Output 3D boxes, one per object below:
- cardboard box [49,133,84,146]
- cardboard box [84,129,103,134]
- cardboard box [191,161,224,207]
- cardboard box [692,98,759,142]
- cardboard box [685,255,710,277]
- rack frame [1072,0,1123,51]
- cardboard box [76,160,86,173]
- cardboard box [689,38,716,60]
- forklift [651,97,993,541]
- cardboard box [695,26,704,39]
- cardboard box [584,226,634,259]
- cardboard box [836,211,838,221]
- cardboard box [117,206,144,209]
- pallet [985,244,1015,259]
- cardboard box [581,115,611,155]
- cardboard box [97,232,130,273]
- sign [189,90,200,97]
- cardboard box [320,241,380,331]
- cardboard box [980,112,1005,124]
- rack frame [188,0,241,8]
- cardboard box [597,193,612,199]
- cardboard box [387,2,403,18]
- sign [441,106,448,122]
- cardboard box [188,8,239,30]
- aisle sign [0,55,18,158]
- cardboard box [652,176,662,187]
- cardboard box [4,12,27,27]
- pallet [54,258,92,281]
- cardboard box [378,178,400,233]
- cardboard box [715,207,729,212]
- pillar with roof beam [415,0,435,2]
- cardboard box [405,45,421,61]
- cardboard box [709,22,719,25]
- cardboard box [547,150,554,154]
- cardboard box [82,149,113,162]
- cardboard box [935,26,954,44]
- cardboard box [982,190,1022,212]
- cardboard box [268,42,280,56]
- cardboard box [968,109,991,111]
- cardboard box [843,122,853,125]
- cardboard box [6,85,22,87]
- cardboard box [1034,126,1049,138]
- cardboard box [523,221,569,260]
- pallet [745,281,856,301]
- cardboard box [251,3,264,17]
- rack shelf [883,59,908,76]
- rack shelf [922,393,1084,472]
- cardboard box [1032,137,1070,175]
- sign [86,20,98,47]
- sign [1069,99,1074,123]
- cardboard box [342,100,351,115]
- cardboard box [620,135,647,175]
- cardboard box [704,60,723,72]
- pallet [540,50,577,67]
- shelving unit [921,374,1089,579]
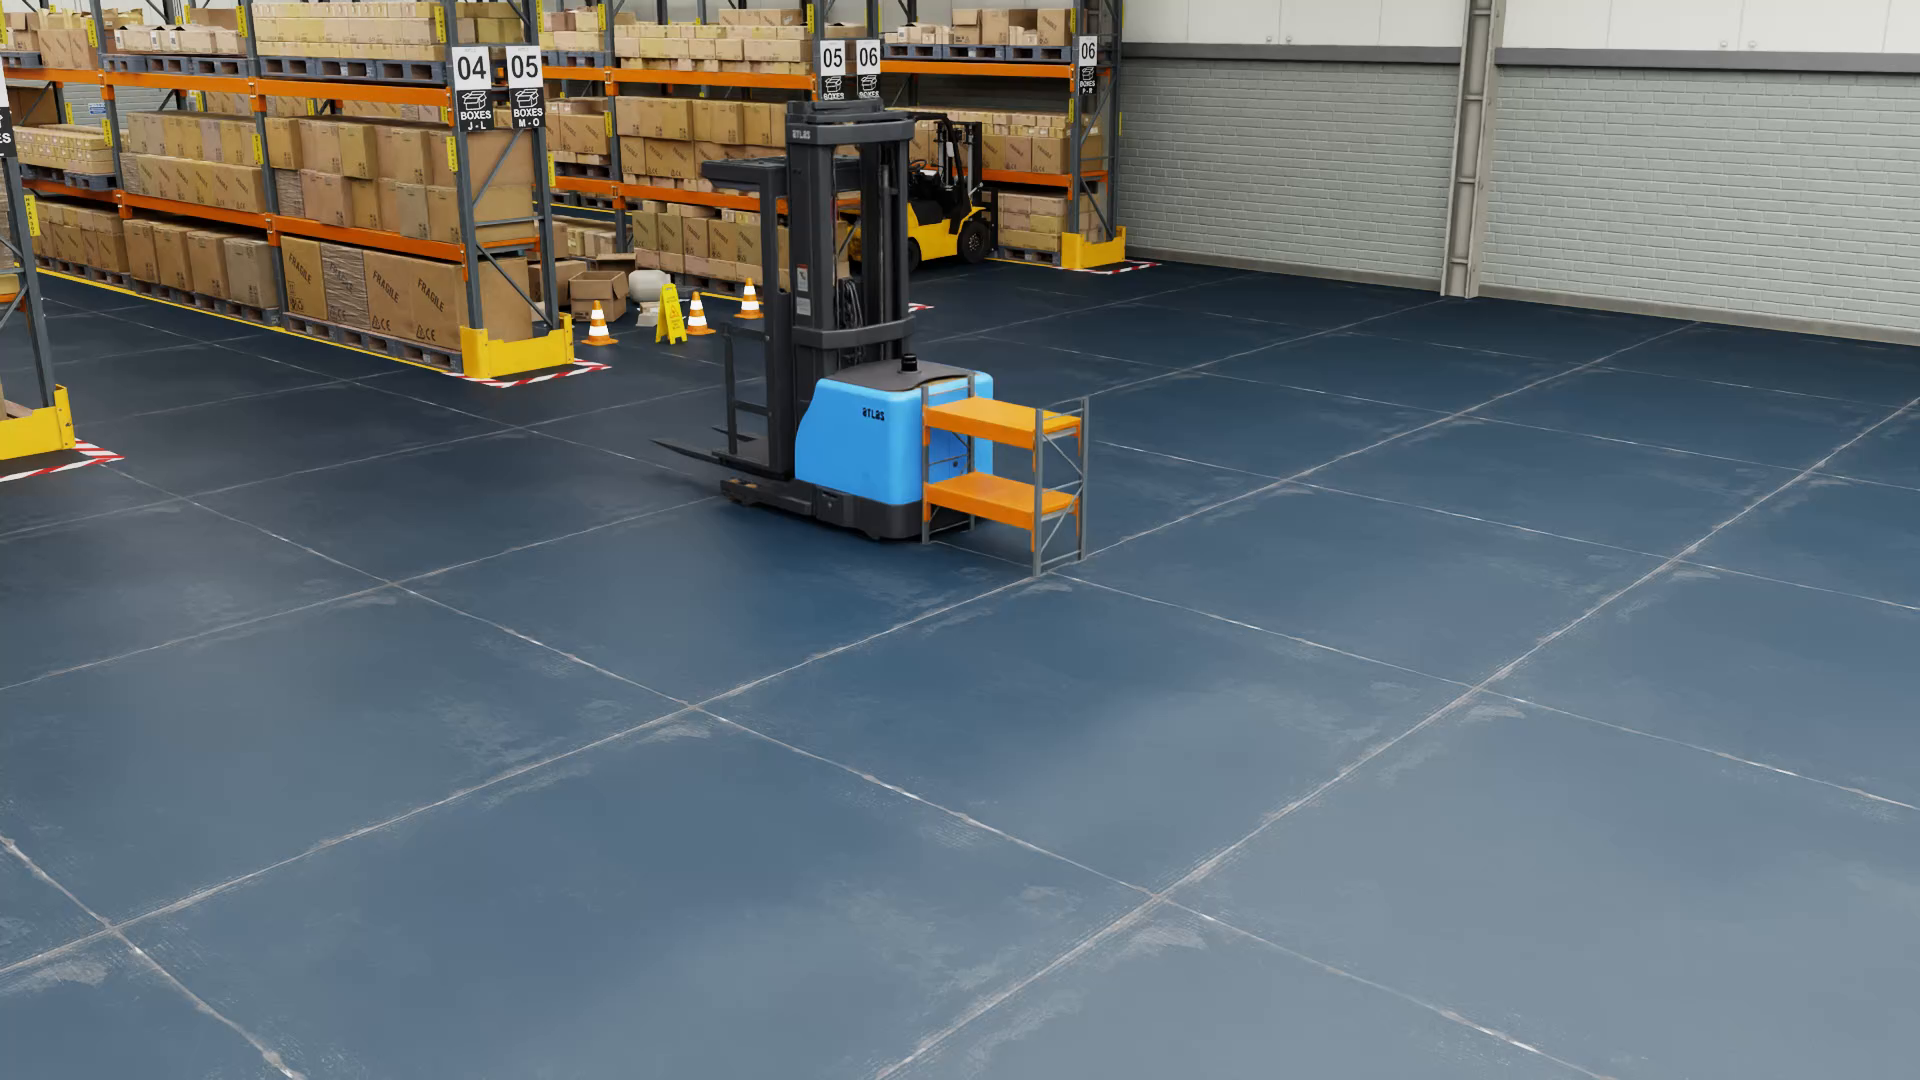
[{"bbox_3d":[-11.983,-5.381,22.347,0.250,0.149,0.380,15,23,39],"label":"cardboard box"},{"bbox_3d":[-11.937,-5.632,23.136,0.250,0.149,0.380,15,23,39],"label":"cardboard box"},{"bbox_3d":[-8.884,-4.308,20.063,0.500,0.500,0.500,15,23,40],"label":"cardboard box"},{"bbox_3d":[-2.989,-5.384,21.307,0.500,0.500,0.700,15,23,39],"label":"cardboard box"},{"bbox_3d":[-3.282,-3.653,22.015,0.500,0.250,0.500,15,23,39],"label":"cardboard box"},{"bbox_3d":[1.934,-8.334,22.995,0.127,3.000,1.000,15,23,39],"label":"rack frame"},{"bbox_3d":[-11.410,-4.942,21.947,0.250,0.149,0.380,15,23,39],"label":"cardboard box"},{"bbox_3d":[-3.065,-6.198,20.979,0.500,0.250,0.500,15,23,40],"label":"cardboard box"},{"bbox_3d":[-1.166,-1.753,12.289,3.031,2.935,1.130,16,24,41],"label":"forklift"},{"bbox_3d":[-3.113,-6.413,20.999,0.250,0.149,0.380,16,23,40],"label":"cardboard box"},{"bbox_3d":[-4.744,-4.206,23.556,0.625,0.372,0.950,15,23,40],"label":"cardboard box"},{"bbox_3d":[-2.031,-5.605,27.547,0.625,0.625,0.875,15,23,39],"label":"cardboard box"},{"bbox_3d":[-11.286,-4.478,22.961,0.500,0.250,0.500,15,23,39],"label":"cardboard box"},{"bbox_3d":[0.426,-4.534,25.550,1.213,0.211,1.003,15,23,39],"label":"pallet"},{"bbox_3d":[-4.848,-5.584,22.897,0.500,0.500,0.500,15,23,38],"label":"cardboard box"},{"bbox_3d":[-11.217,-3.898,22.374,0.500,0.500,0.500,15,23,39],"label":"cardboard box"},{"bbox_3d":[-16.246,-9.559,35.407,0.001,0.242,0.339,15,23,39],"label":"sign"},{"bbox_3d":[-6.459,-2.879,18.542,0.875,0.875,0.875,15,23,40],"label":"cardboard box"},{"bbox_3d":[0.505,-6.231,24.556,0.250,0.149,0.380,16,23,40],"label":"cardboard box"},{"bbox_3d":[-13.325,-10.423,29.576,0.127,3.000,1.000,15,23,39],"label":"rack frame"},{"bbox_3d":[-6.424,-6.640,31.012,0.500,0.500,0.500,15,23,39],"label":"cardboard box"},{"bbox_3d":[-5.423,-5.241,16.446,0.250,0.149,0.380,16,23,40],"label":"cardboard box"},{"bbox_3d":[-7.707,-6.382,24.850,0.005,0.325,0.100,15,23,39],"label":"sign"},{"bbox_3d":[-9.066,-6.256,20.382,0.500,0.500,0.500,15,23,39],"label":"cardboard box"},{"bbox_3d":[-7.690,-3.403,13.078,0.004,0.787,0.394,15,23,39],"label":"aisle sign"},{"bbox_3d":[-3.885,-4.813,22.233,0.250,0.149,0.380,15,23,39],"label":"cardboard box"},{"bbox_3d":[-13.333,-7.196,23.510,0.500,0.500,0.700,15,23,39],"label":"cardboard box"},{"bbox_3d":[-12.043,-3.890,23.519,1.213,0.211,1.003,15,23,39],"label":"pallet"},{"bbox_3d":[-5.637,-3.592,17.724,0.550,0.550,0.875,15,23,39],"label":"cardboard box"},{"bbox_3d":[-3.348,-4.241,22.627,0.500,0.500,0.500,16,23,40],"label":"cardboard box"},{"bbox_3d":[-14.309,-11.318,32.397,0.400,9.000,9.100,15,23,39],"label":"pillar with roof beam"},{"bbox_3d":[-5.230,-4.809,16.403,0.250,0.149,0.380,15,23,40],"label":"cardboard box"},{"bbox_3d":[-4.141,-8.907,28.857,0.250,0.149,0.380,14,22,37],"label":"cardboard box"},{"bbox_3d":[-5.671,-5.483,23.651,0.250,0.149,0.380,15,23,39],"label":"cardboard box"},{"bbox_3d":[-11.223,-5.035,21.747,0.250,0.149,0.380,16,23,40],"label":"cardboard box"},{"bbox_3d":[-0.149,-7.524,24.765,0.258,0.266,0.396,14,23,38],"label":"cardboard box"},{"bbox_3d":[0.613,-5.063,24.803,0.500,0.250,0.500,15,23,40],"label":"cardboard box"},{"bbox_3d":[-7.318,-5.370,18.170,0.250,0.149,0.380,15,23,39],"label":"cardboard box"},{"bbox_3d":[0.318,-6.516,25.455,0.250,0.149,0.380,15,23,39],"label":"cardboard box"},{"bbox_3d":[-1.666,-6.700,26.528,0.250,0.149,0.380,15,23,38],"label":"cardboard box"},{"bbox_3d":[-14.473,-6.640,25.266,0.500,0.500,0.500,16,23,40],"label":"cardboard box"},{"bbox_3d":[1.278,-5.882,23.949,0.250,0.149,0.380,16,23,40],"label":"cardboard box"},{"bbox_3d":[-5.509,-3.914,21.868,0.500,0.500,0.500,15,23,39],"label":"cardboard box"},{"bbox_3d":[-1.999,-3.208,21.370,1.213,0.211,1.003,15,23,39],"label":"pallet"},{"bbox_3d":[-7.513,-5.801,18.211,0.250,0.149,0.380,15,23,40],"label":"cardboard box"},{"bbox_3d":[-2.554,-7.766,27.353,4.000,0.370,1.077,15,23,39],"label":"rack shelf"},{"bbox_3d":[0.289,-0.727,11.074,1.000,0.278,0.538,16,24,41],"label":"rack shelf"},{"bbox_3d":[1.392,-5.561,24.011,0.500,0.500,0.500,14,23,38],"label":"cardboard box"},{"bbox_3d":[-10.913,-6.370,20.912,0.005,0.325,0.100,15,23,39],"label":"sign"},{"bbox_3d":[1.563,-6.019,23.313,0.005,0.325,0.100,15,23,39],"label":"sign"},{"bbox_3d":[-9.796,-7.035,27.001,0.500,0.500,0.500,15,23,39],"label":"cardboard box"},{"bbox_3d":[-4.206,-5.192,22.355,0.500,0.500,0.500,15,23,39],"label":"cardboard box"},{"bbox_3d":[-2.989,-5.967,20.912,0.250,0.149,0.380,15,23,39],"label":"cardboard box"},{"bbox_3d":[-5.519,-6.849,23.587,1.003,0.211,1.213,15,23,39],"label":"pallet"},{"bbox_3d":[0.289,-0.448,11.162,1.048,1.125,0.538,16,24,41],"label":"shelving unit"}]
